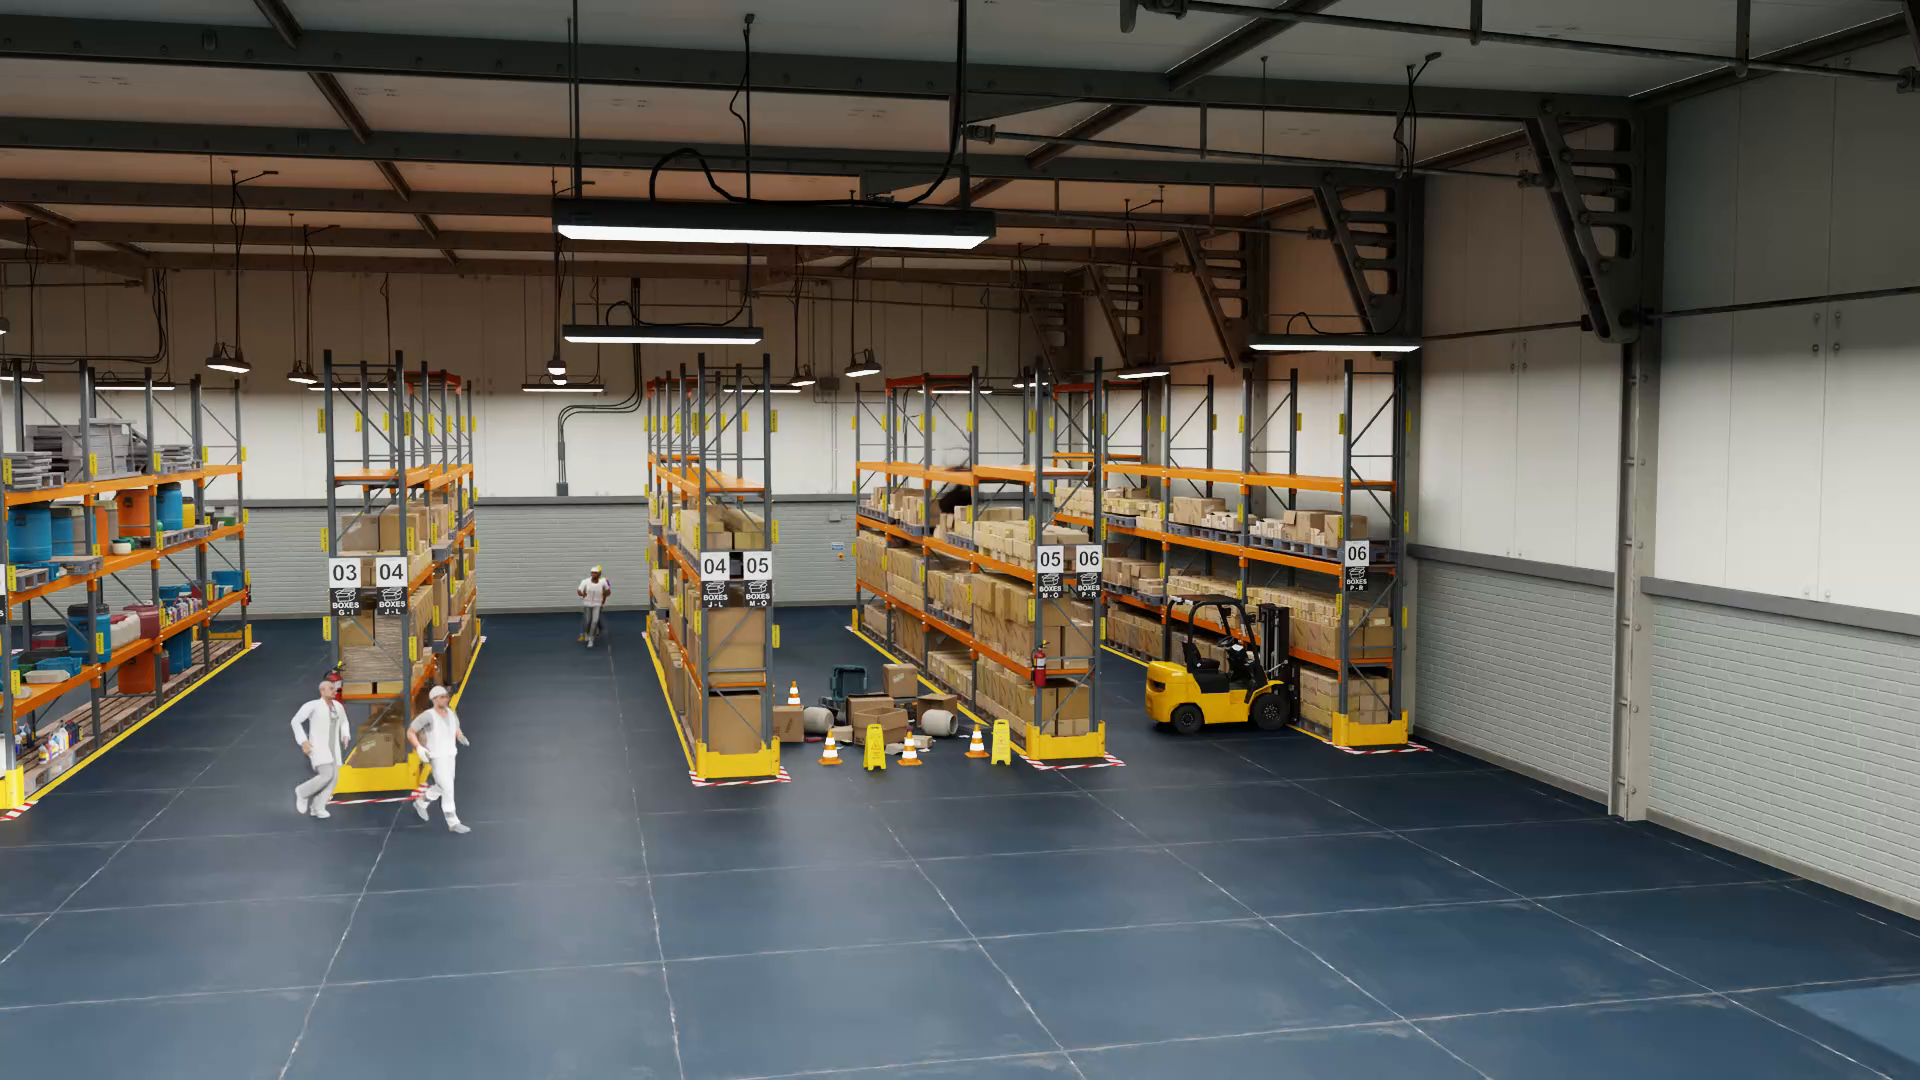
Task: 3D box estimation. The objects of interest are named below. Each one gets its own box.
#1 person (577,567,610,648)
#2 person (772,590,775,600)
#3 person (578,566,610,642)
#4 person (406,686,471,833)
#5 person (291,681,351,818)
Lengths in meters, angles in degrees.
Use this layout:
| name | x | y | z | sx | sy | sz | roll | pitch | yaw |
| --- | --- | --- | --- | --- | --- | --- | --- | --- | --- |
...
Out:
| name | x | y | z | sx | sy | sz | roll | pitch | yaw |
| --- | --- | --- | --- | --- | --- | --- | --- | --- | --- |
| person | -8.297 | 1.499 | 37.656 | 0.706 | 1.784 | 0.895 | -1 | 4 | -9 |
| person | -4.553 | 1.531 | 38.113 | 0.584 | 1.671 | 0.588 | -2 | 4 | -22 |
| person | -8.437 | 1.458 | 38.522 | 0.737 | 1.740 | 0.908 | 1 | 4 | 16 |
| person | -6.397 | 2.672 | 20.428 | 0.977 | 1.768 | 0.678 | 2 | 4 | 27 |
| person | -8.128 | 2.708 | 21.285 | 0.579 | 1.628 | 0.738 | 2 | 4 | 24 |
